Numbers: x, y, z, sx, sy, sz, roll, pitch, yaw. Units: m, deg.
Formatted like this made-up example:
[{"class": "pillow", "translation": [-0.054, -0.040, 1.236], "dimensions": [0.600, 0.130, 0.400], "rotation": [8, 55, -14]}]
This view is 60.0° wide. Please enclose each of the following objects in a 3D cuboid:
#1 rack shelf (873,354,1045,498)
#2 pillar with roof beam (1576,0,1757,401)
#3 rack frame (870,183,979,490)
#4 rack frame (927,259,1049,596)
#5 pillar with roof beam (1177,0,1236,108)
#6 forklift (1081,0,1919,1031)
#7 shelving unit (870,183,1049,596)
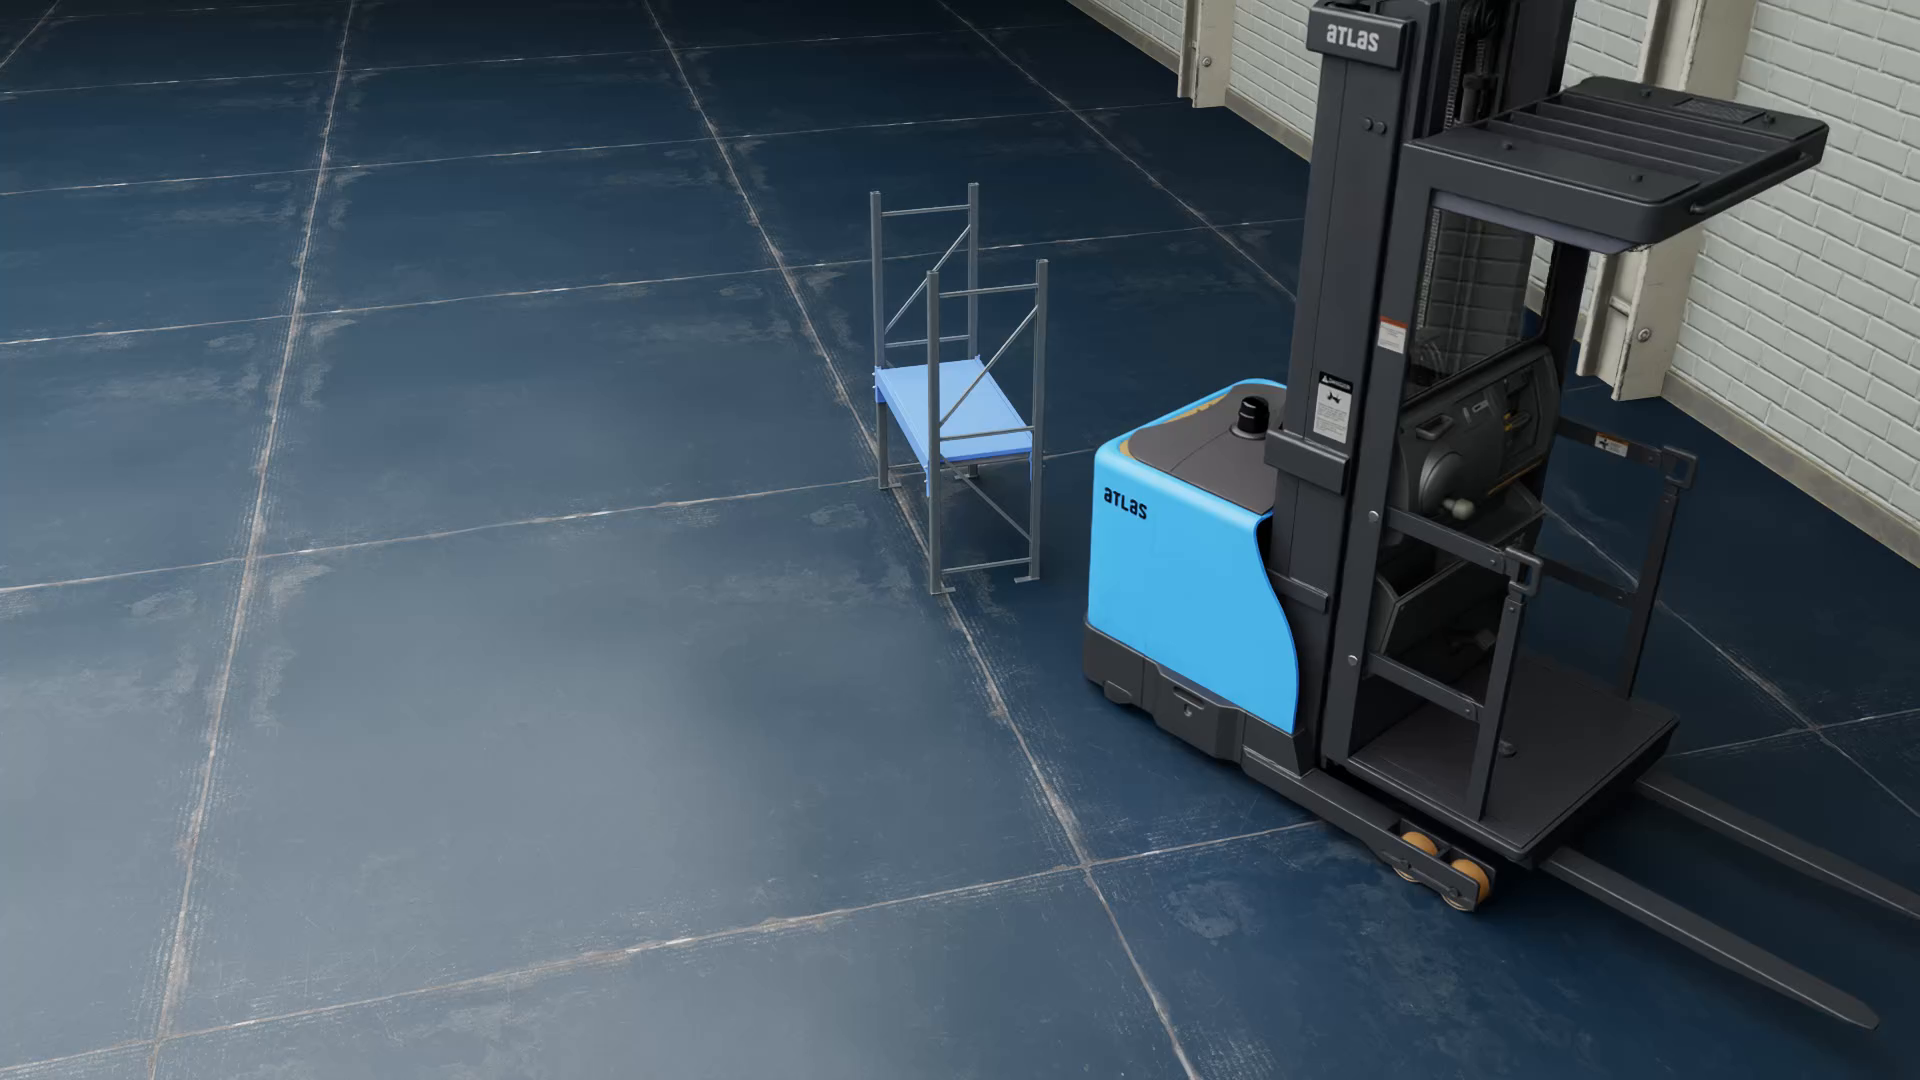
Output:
[{"class": "rack shelf", "translation": [-0.023, -0.535, 7.536], "dimensions": [0.538, 0.185, 1.000], "rotation": [-8, 31, -13]}, {"class": "pillar with roof beam", "translation": [-0.479, -4.193, 6.011], "dimensions": [9.100, 9.000, 0.400], "rotation": [-8, 31, -13]}, {"class": "rack frame", "translation": [-0.158, -0.936, 7.870], "dimensions": [0.500, 1.500, 0.032], "rotation": [-8, 31, -13]}, {"class": "rack frame", "translation": [0.112, -0.445, 7.021], "dimensions": [0.500, 1.500, 0.032], "rotation": [-8, 31, -13]}, {"class": "pillar with roof beam", "translation": [-2.071, -7.091, 11.018], "dimensions": [9.100, 9.000, 0.400], "rotation": [-8, 31, -13]}, {"class": "forklift", "translation": [1.865, -0.316, 5.369], "dimensions": [1.130, 2.935, 3.031], "rotation": [-25, 38, -36]}, {"class": "shelving unit", "translation": [-0.023, -0.690, 7.445], "dimensions": [0.538, 1.500, 1.048], "rotation": [-8, 31, -13]}]
